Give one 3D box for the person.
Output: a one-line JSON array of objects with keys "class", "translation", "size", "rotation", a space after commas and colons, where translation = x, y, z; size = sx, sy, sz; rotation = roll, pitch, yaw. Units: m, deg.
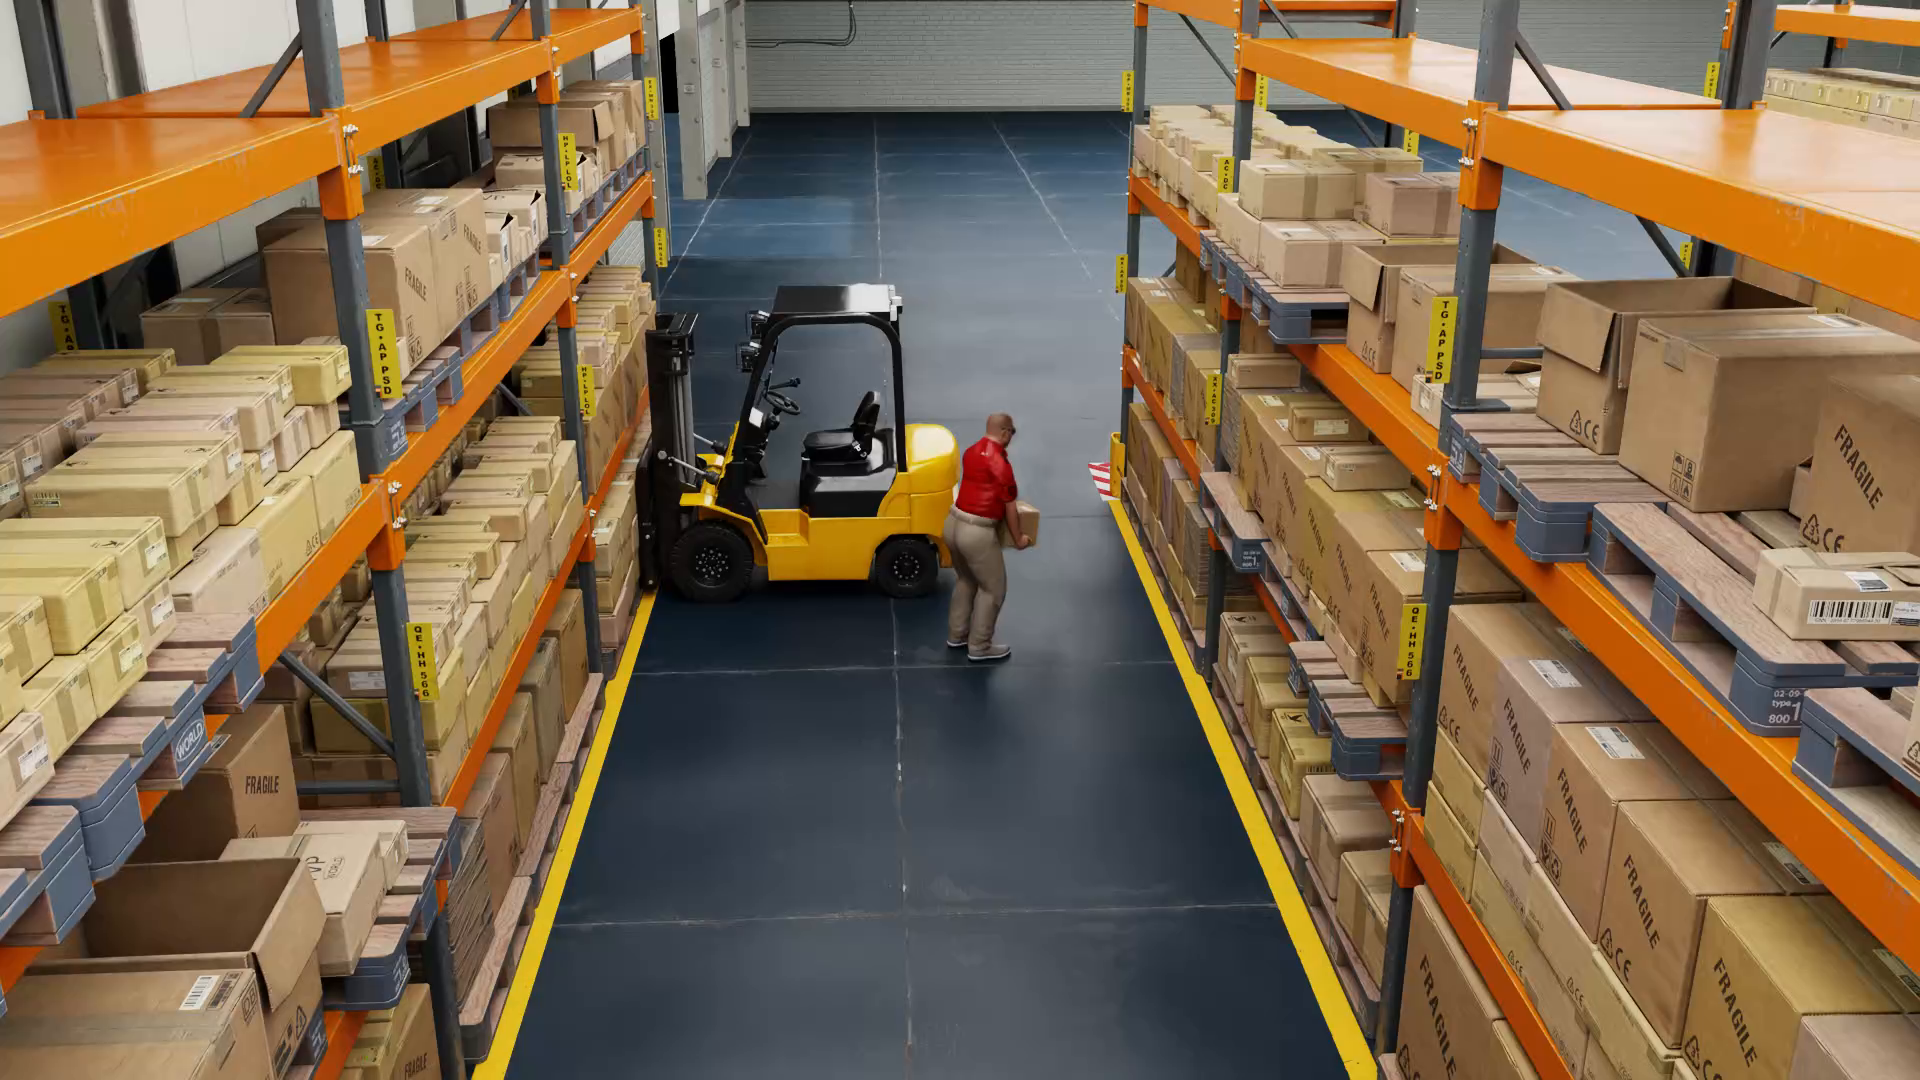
[{"class": "person", "translation": [0.183, -0.044, 11.298], "size": [0.608, 1.683, 0.490], "rotation": [-12, 24, -30]}]
